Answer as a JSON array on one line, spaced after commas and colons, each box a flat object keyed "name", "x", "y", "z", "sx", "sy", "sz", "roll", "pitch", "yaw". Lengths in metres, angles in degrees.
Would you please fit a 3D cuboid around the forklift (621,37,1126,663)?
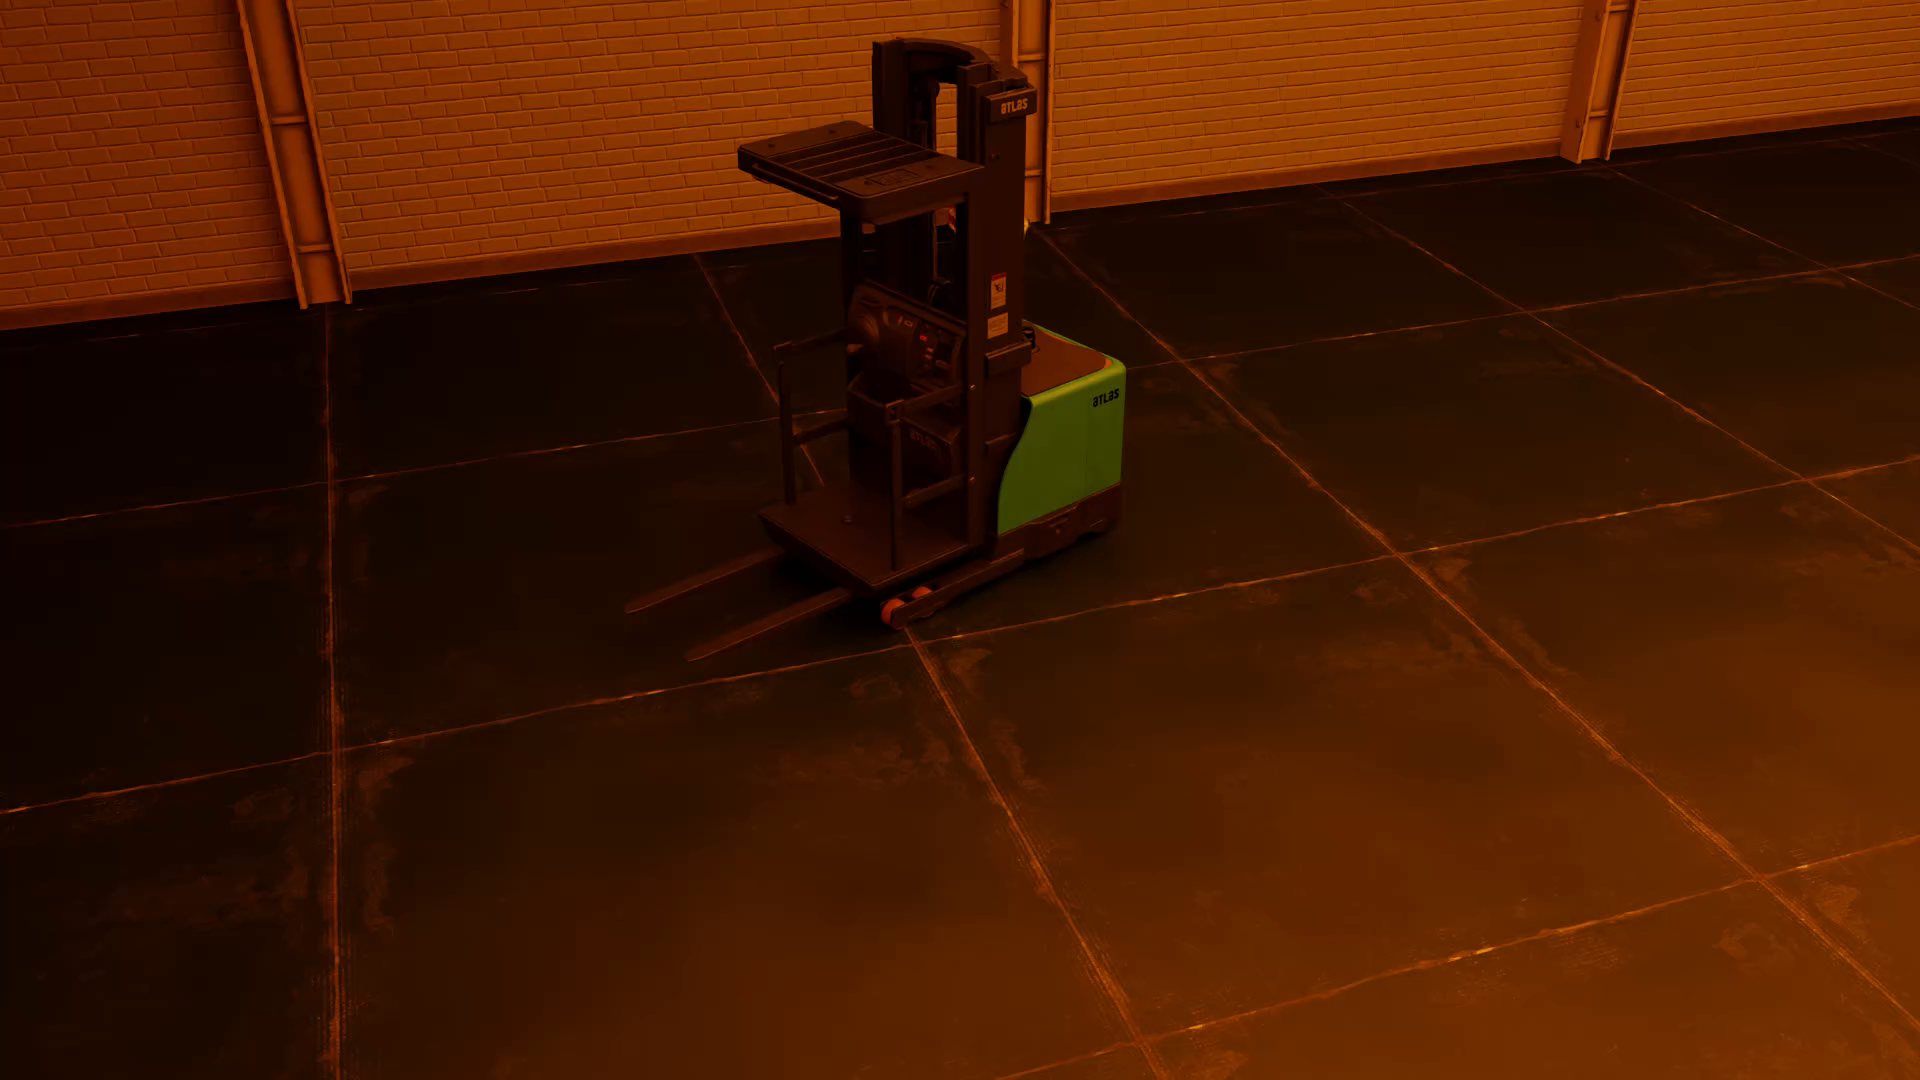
[{"name": "forklift", "x": -0.461, "y": -1.072, "z": 8.951, "sx": 3.031, "sy": 2.935, "sz": 1.130, "roll": -23, "pitch": 37, "yaw": -34}]

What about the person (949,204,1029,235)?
[{"name": "person", "x": 0.253, "y": -2.364, "z": 12.457, "sx": 0.675, "sy": 1.722, "sz": 0.784, "roll": -10, "pitch": 31, "yaw": -17}]
